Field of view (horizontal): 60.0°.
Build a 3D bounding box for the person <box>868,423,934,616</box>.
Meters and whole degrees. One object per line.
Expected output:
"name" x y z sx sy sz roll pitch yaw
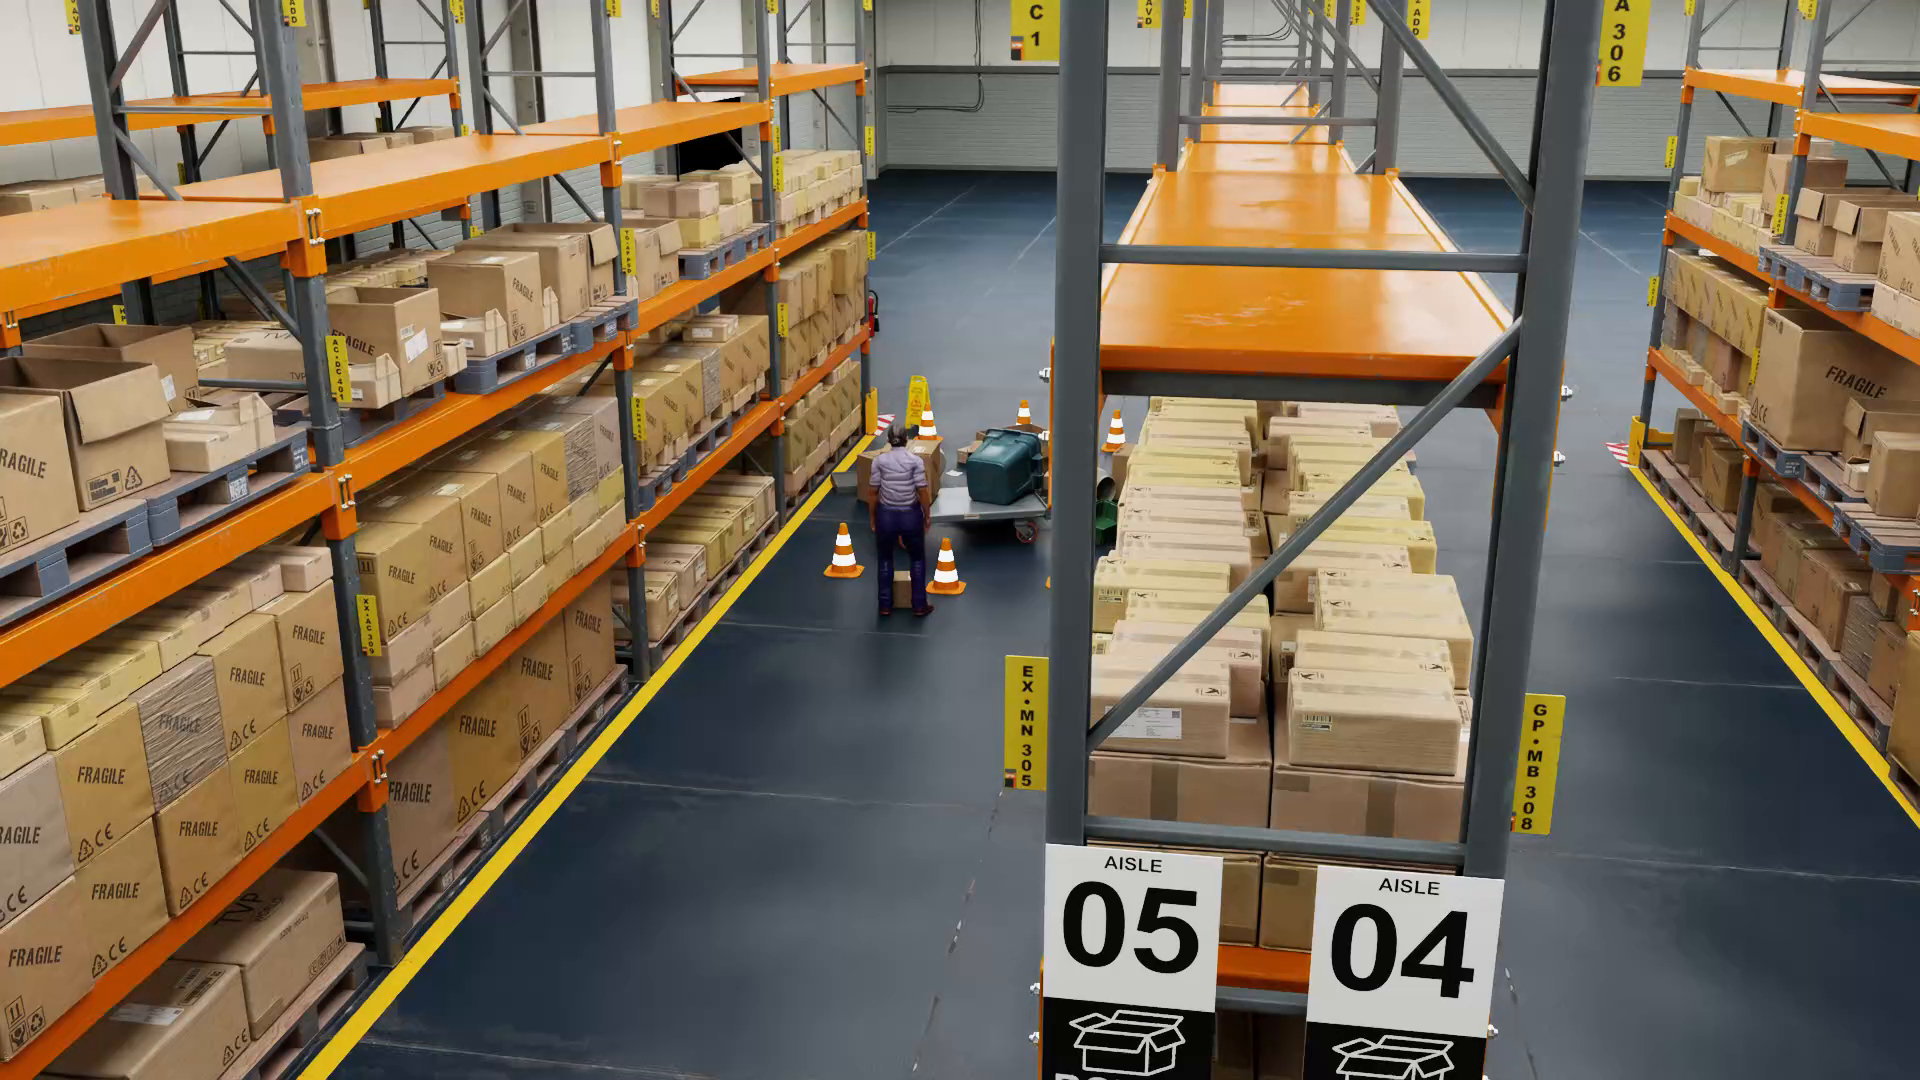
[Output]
"person" -0.502 -0.170 14.023 0.538 1.652 0.336 2 18 6
